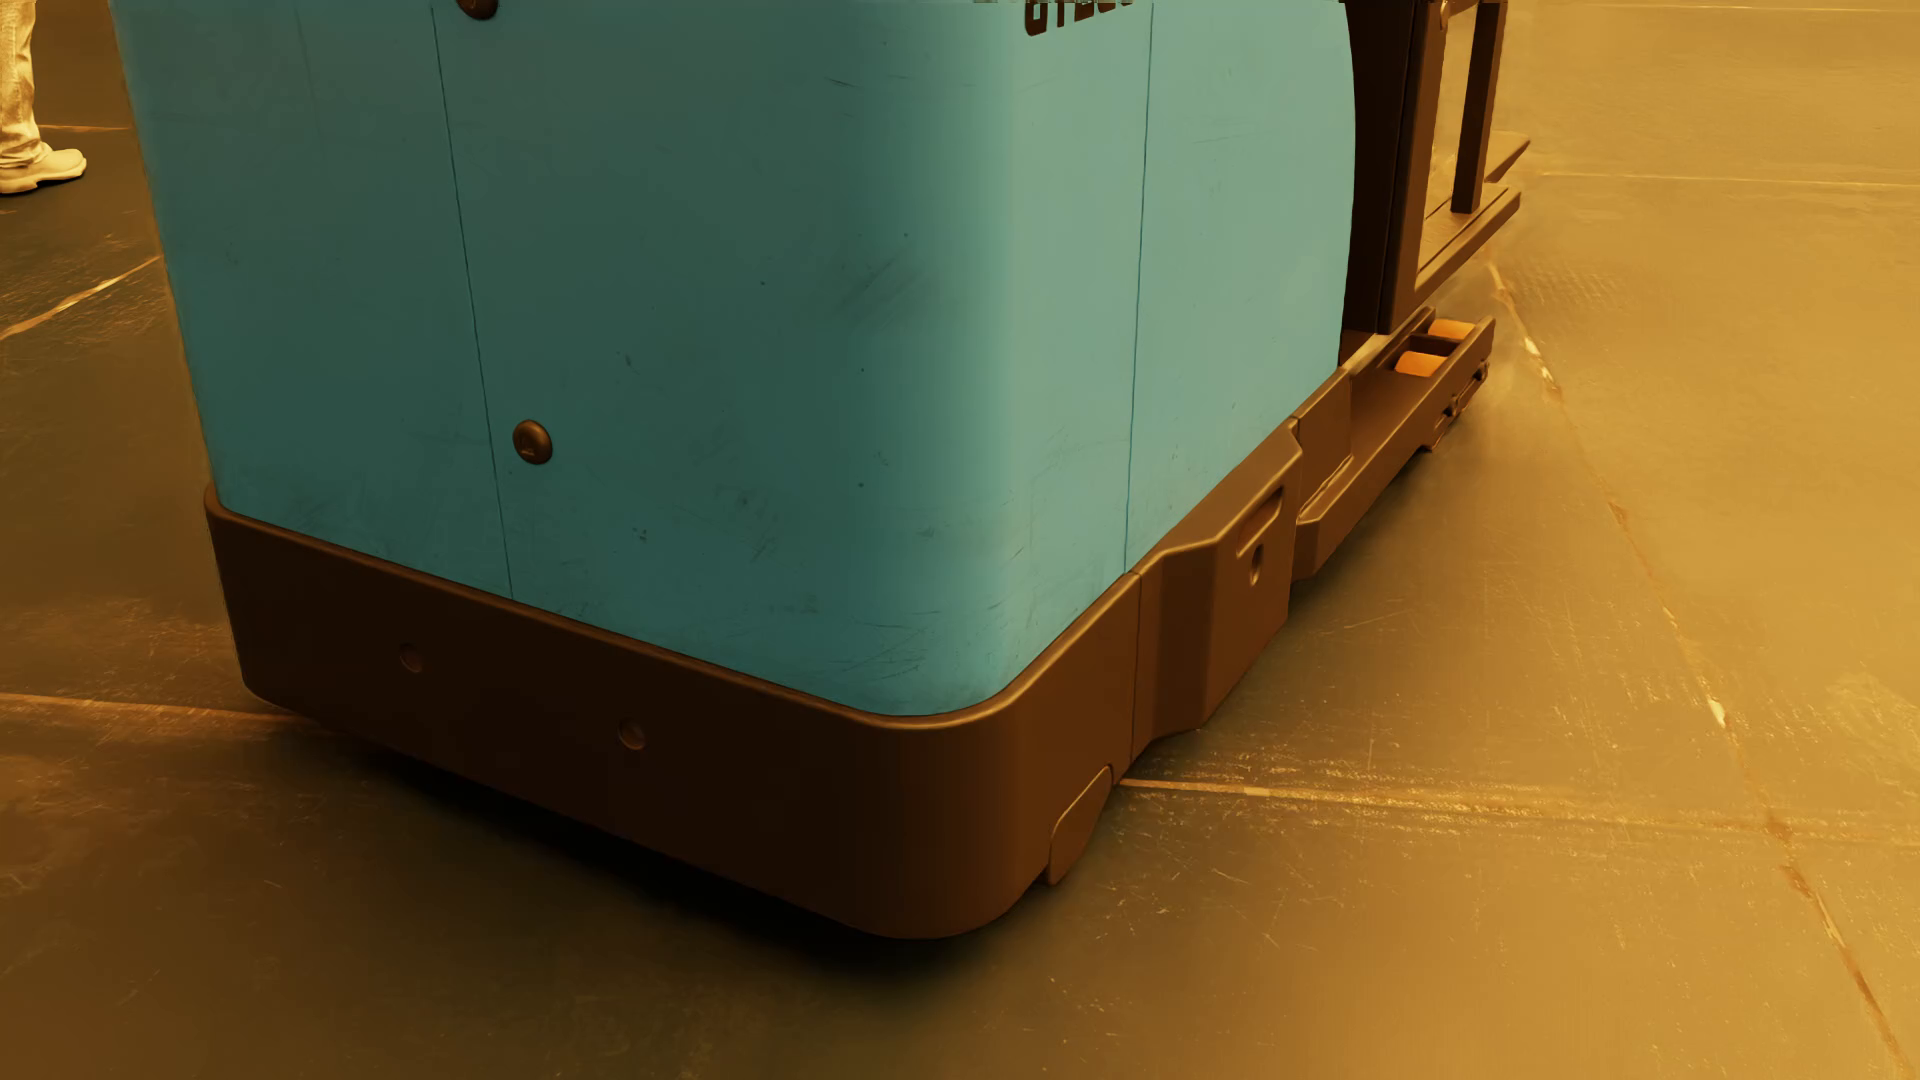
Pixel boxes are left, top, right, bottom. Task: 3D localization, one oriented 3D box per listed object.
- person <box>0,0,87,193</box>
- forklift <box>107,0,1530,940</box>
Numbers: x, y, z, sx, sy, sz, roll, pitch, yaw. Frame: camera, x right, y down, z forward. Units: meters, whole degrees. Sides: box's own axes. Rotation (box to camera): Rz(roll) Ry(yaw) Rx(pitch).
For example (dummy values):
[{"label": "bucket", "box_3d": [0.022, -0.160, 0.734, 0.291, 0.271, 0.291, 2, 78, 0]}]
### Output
[{"label": "person", "box_3d": [-2.558, -1.677, 3.976, 0.808, 1.723, 0.592, 11, 28, 20]}, {"label": "forklift", "box_3d": [0.293, -1.553, 2.330, 1.130, 2.935, 3.031, 14, 30, 26]}]
